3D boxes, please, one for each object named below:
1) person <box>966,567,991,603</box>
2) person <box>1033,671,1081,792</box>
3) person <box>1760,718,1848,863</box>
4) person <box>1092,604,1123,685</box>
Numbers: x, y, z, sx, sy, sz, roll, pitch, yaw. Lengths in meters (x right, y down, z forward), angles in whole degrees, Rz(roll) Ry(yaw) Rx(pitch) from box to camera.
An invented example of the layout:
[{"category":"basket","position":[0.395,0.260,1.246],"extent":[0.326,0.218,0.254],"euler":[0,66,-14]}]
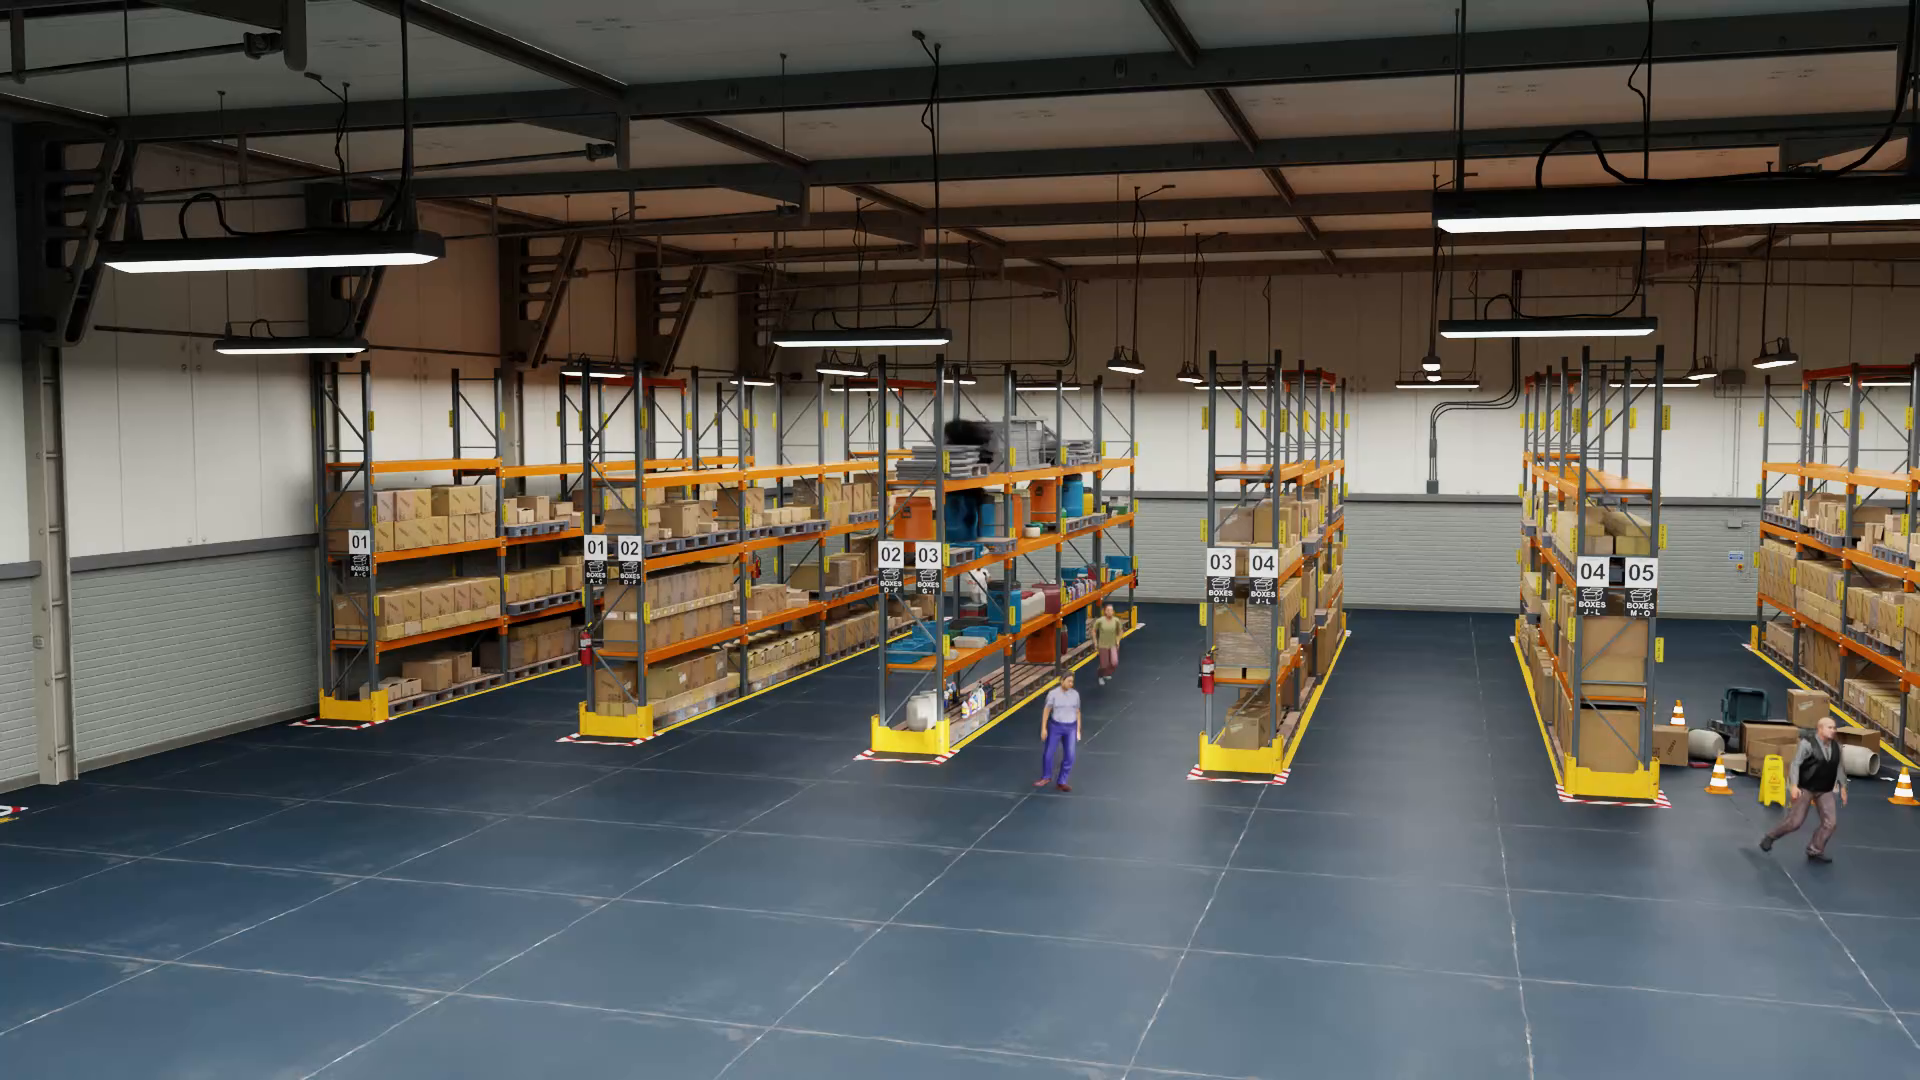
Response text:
[{"category":"person","position":[0.450,1.306,40.272],"extent":[0.596,1.709,0.737],"euler":[0,4,2]},{"category":"person","position":[1.322,2.581,22.538],"extent":[0.623,1.631,0.480],"euler":[-1,4,-13]},{"category":"person","position":[9.637,2.818,18.966],"extent":[0.759,1.664,0.662],"euler":[-1,4,-11]},{"category":"person","position":[2.702,1.920,30.409],"extent":[0.572,1.538,0.679],"euler":[0,4,-5]}]
